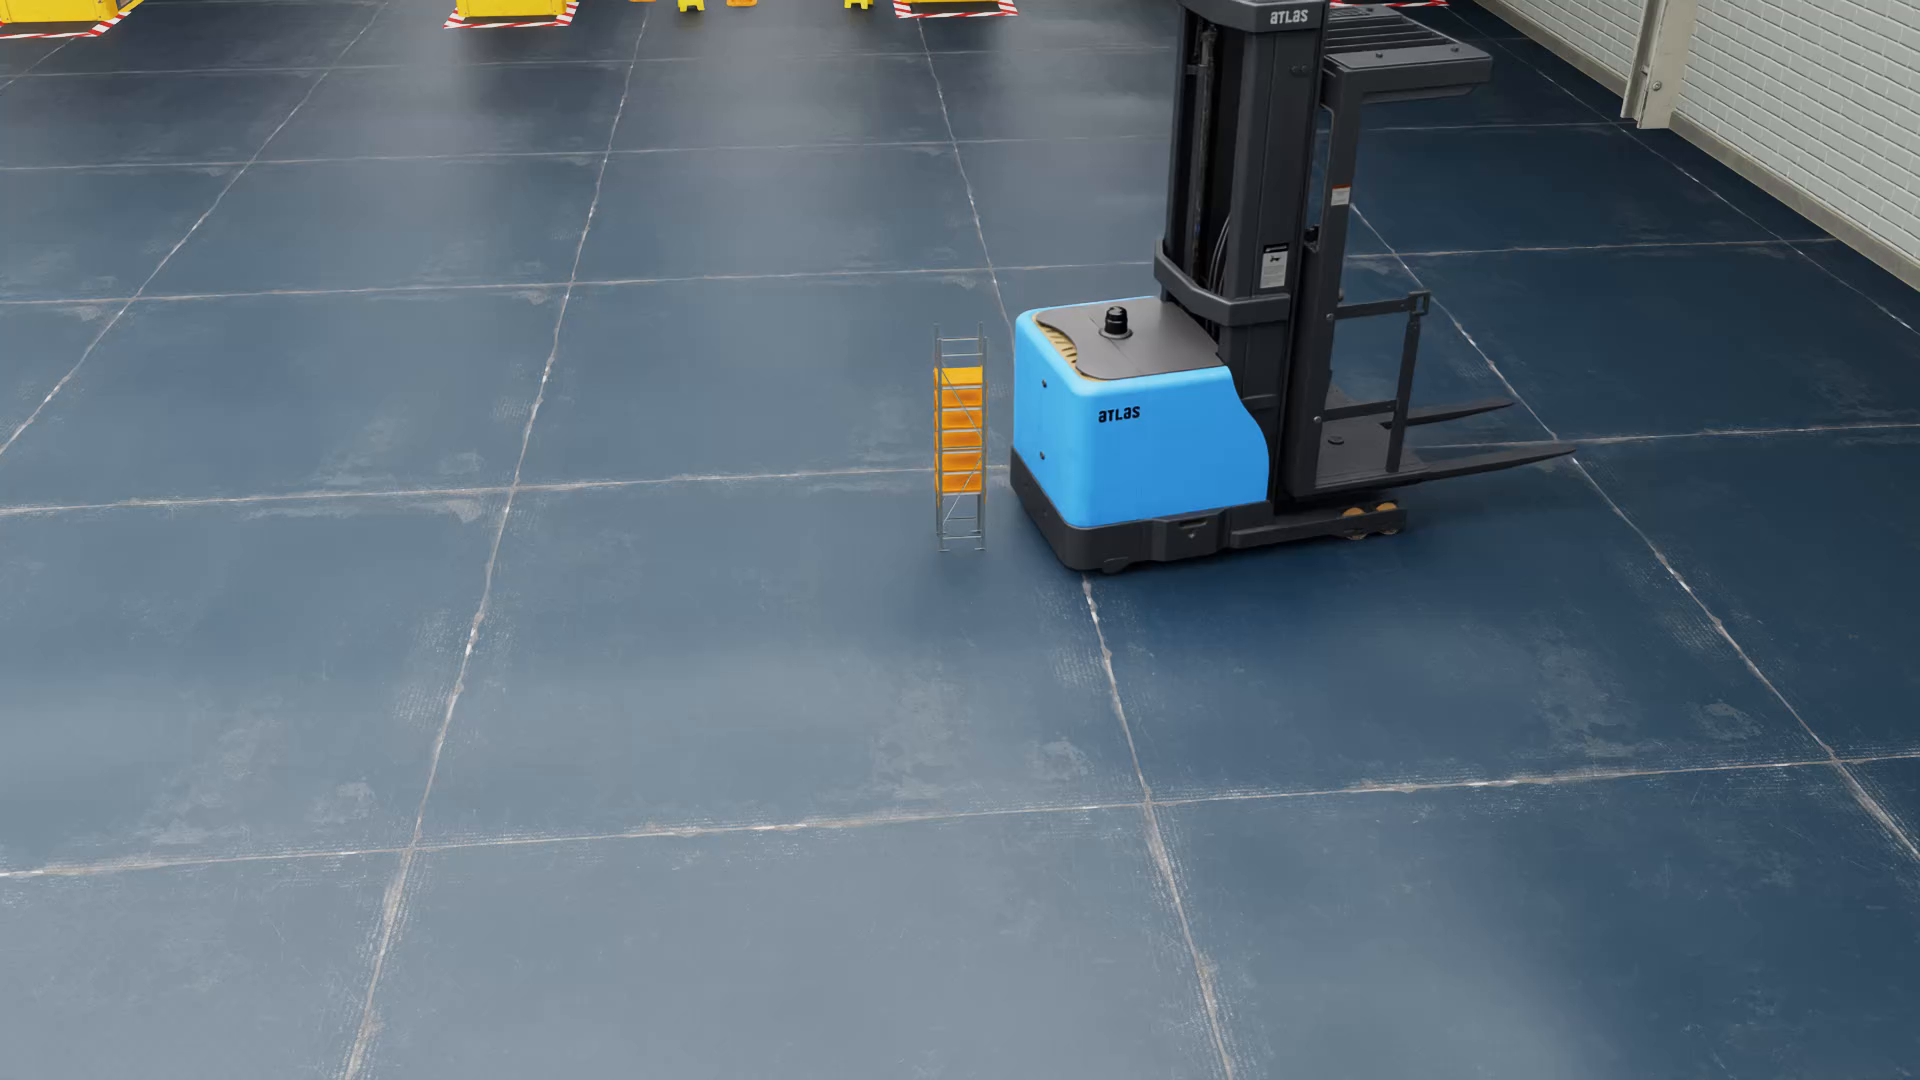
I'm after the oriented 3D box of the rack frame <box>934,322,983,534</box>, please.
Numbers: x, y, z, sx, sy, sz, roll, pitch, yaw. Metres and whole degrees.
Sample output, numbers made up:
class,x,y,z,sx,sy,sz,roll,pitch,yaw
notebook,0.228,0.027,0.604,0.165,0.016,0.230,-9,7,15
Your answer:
class,x,y,z,sx,sy,sz,roll,pitch,yaw
rack frame,-0.007,-0.554,8.508,0.240,1.200,0.006,-3,31,-5

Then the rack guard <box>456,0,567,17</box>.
class,x,y,z,sx,sy,sz,roll,pitch,yaw
rack guard,-5.018,-6.140,18.542,1.175,0.500,0.348,-3,31,-5

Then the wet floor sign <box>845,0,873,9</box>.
class,x,y,z,sx,sy,sz,roll,pitch,yaw
wet floor sign,-1.149,-6.355,18.761,0.267,0.644,0.232,8,32,13

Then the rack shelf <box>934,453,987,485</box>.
class,x,y,z,sx,sy,sz,roll,pitch,yaw
rack shelf,0.001,-0.367,8.514,0.258,0.103,0.180,-3,31,-5

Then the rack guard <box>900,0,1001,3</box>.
class,x,y,z,sx,sy,sz,roll,pitch,yaw
rack guard,-0.109,-6.480,19.111,1.175,0.500,0.348,-3,31,-5

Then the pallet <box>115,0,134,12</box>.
class,x,y,z,sx,sy,sz,roll,pitch,yaw
pallet,-10.016,-6.298,19.088,1.003,0.211,1.213,-3,31,-5

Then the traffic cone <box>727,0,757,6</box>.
class,x,y,z,sx,sy,sz,roll,pitch,yaw
traffic cone,-2.500,-6.356,18.940,0.336,0.463,0.334,-3,31,-5

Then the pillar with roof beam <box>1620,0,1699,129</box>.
class,x,y,z,sx,sy,sz,roll,pitch,yaw
pillar with roof beam,1.947,-7.459,12.462,9.100,9.000,0.400,-3,31,-5

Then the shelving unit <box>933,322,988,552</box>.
class,x,y,z,sx,sy,sz,roll,pitch,yaw
shelving unit,0.001,-0.508,8.430,0.258,1.200,0.189,-3,31,-5

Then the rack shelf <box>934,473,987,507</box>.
class,x,y,z,sx,sy,sz,roll,pitch,yaw
rack shelf,0.001,-0.264,8.576,0.258,0.103,0.180,-3,31,-5

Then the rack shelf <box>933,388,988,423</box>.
class,x,y,z,sx,sy,sz,roll,pitch,yaw
rack shelf,0.001,-0.676,8.330,0.258,0.103,0.180,-3,31,-5

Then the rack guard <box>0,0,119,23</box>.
class,x,y,z,sx,sy,sz,roll,pitch,yaw
rack guard,-9.975,-6.005,18.316,1.175,0.500,0.348,-3,31,-5

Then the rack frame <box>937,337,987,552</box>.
class,x,y,z,sx,sy,sz,roll,pitch,yaw
rack frame,0.010,-0.461,8.352,0.240,1.200,0.006,-3,31,-5

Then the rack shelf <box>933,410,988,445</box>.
class,x,y,z,sx,sy,sz,roll,pitch,yaw
rack shelf,0.001,-0.573,8.391,0.258,0.103,0.180,-3,31,-5

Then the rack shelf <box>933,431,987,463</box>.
class,x,y,z,sx,sy,sz,roll,pitch,yaw
rack shelf,0.001,-0.470,8.453,0.258,0.103,0.180,-3,31,-5

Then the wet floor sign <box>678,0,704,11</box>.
class,x,y,z,sx,sy,sz,roll,pitch,yaw
wet floor sign,-3.046,-6.295,18.660,0.267,0.644,0.232,-8,32,-13

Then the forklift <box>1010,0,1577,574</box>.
class,x,y,z,sx,sy,sz,roll,pitch,yaw
forklift,1.851,-1.509,8.418,3.031,2.935,1.130,-9,32,-14

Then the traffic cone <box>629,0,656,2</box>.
class,x,y,z,sx,sy,sz,roll,pitch,yaw
traffic cone,-3.656,-6.476,19.140,0.336,0.463,0.334,-3,31,-5

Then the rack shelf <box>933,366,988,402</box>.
class,x,y,z,sx,sy,sz,roll,pitch,yaw
rack shelf,0.001,-0.779,8.268,0.258,0.103,0.180,-3,31,-5
